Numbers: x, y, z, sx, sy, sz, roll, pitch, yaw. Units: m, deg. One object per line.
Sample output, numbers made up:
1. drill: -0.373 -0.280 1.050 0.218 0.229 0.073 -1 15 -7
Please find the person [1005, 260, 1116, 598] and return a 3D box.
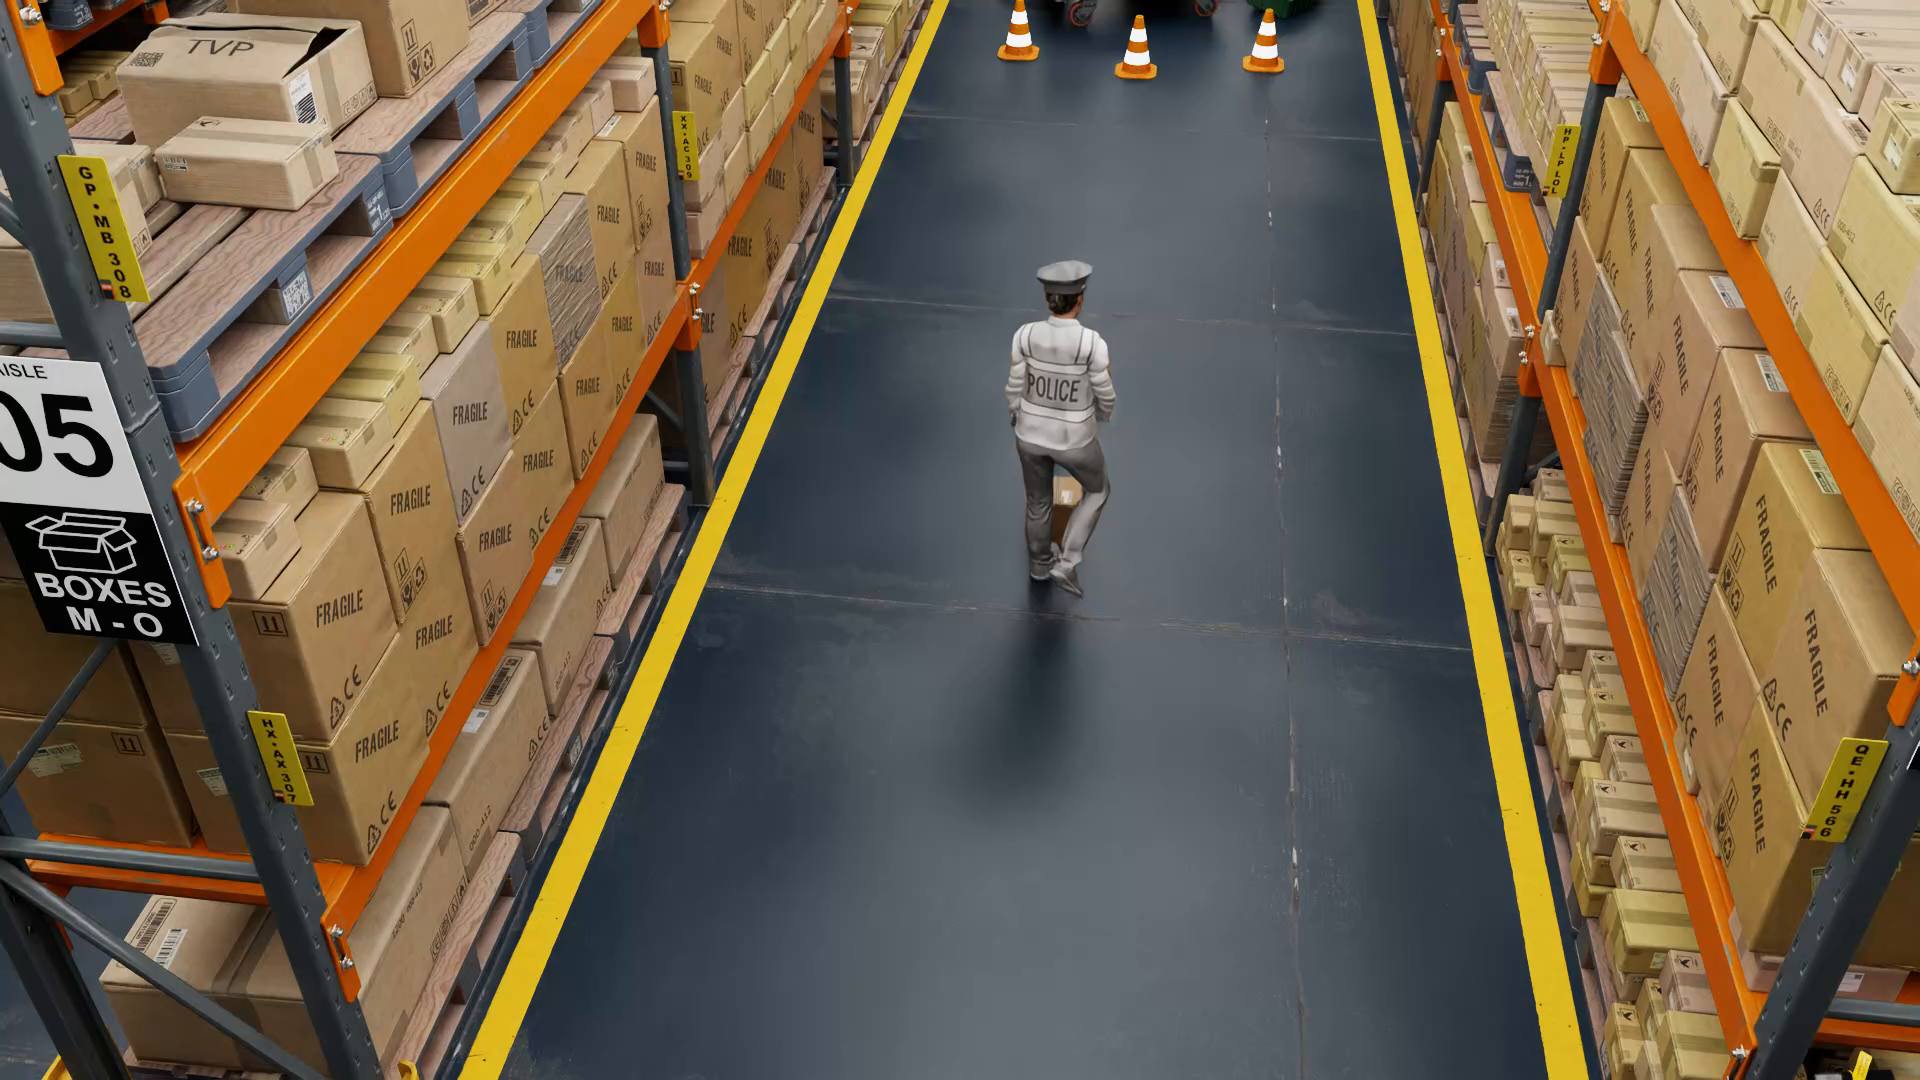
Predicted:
1. person: 0.460 -0.484 7.668 0.500 1.658 0.548 11 38 15
